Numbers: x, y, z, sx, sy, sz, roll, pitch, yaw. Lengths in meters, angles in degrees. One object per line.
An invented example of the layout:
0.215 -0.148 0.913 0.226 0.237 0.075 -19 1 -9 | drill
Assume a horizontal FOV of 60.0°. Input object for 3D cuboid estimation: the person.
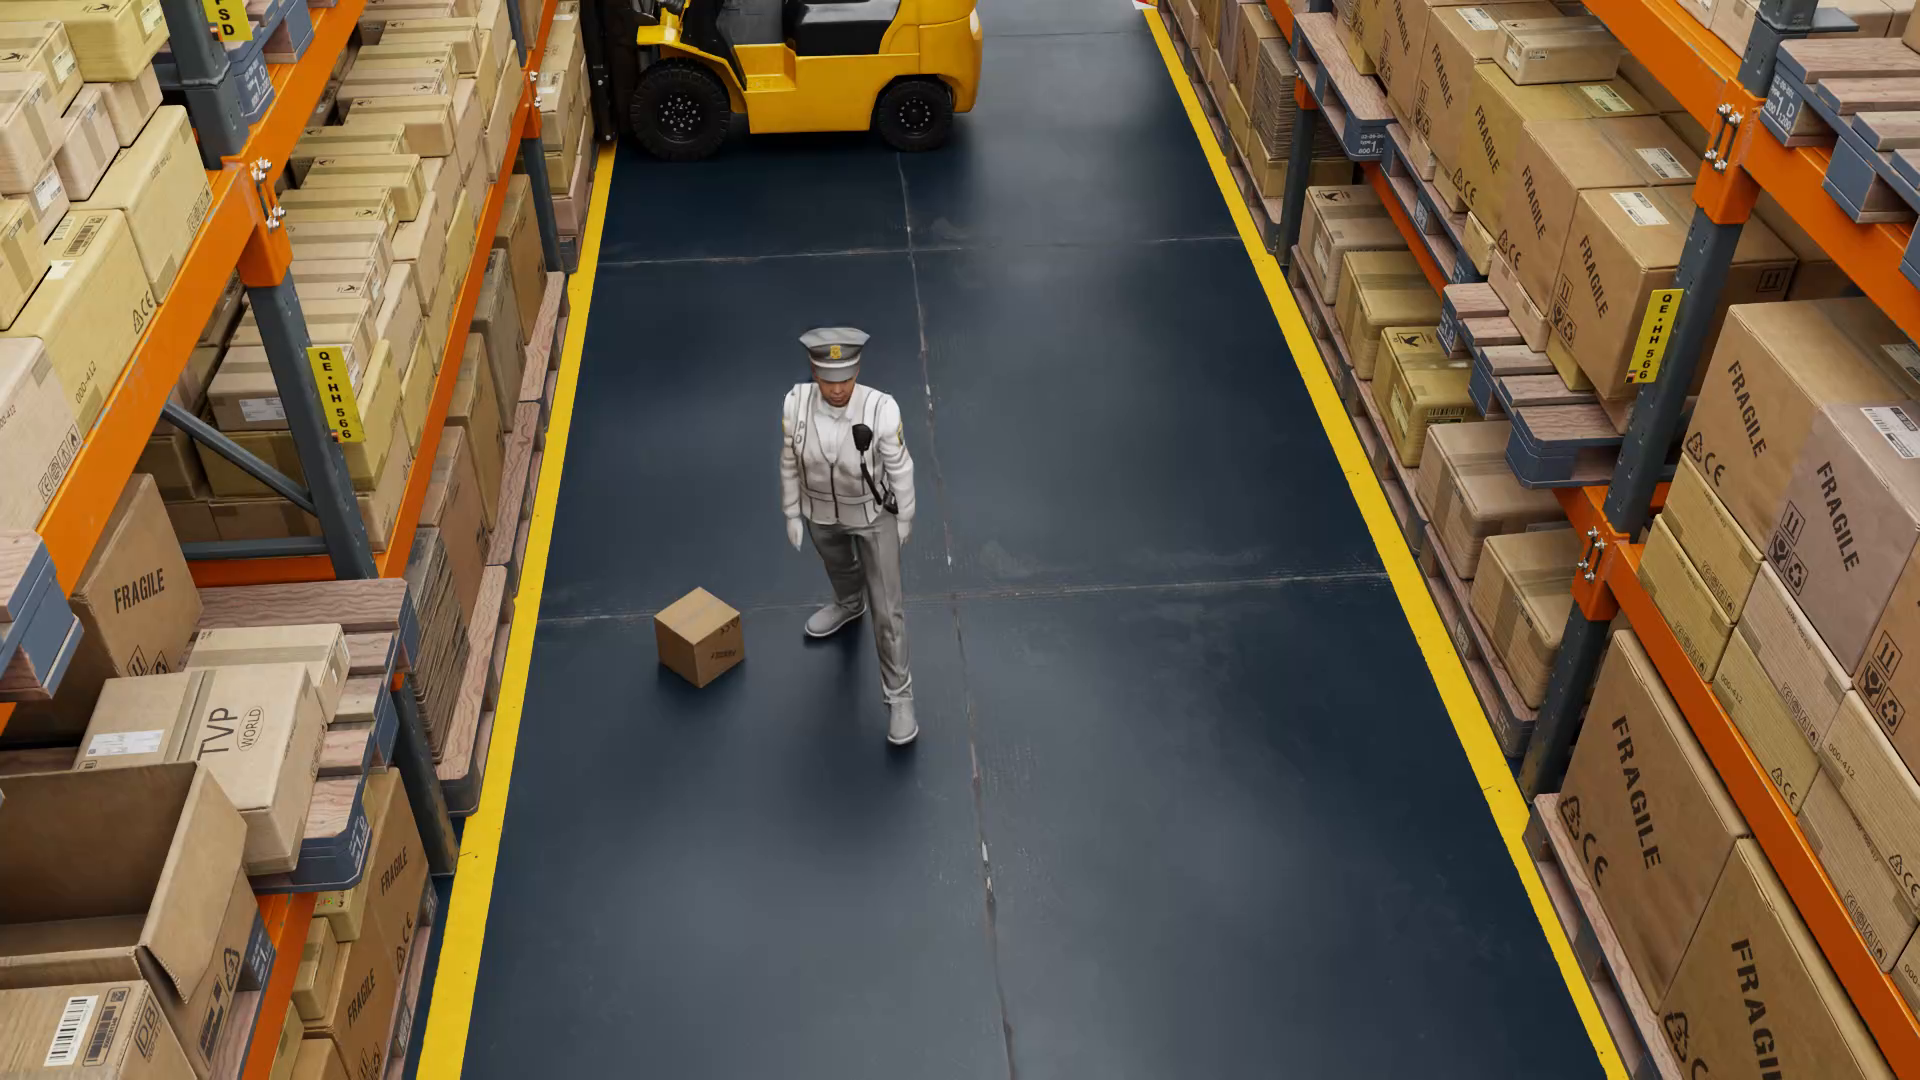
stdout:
-0.391 -0.078 6.221 0.625 1.646 0.825 8 40 10 | person
